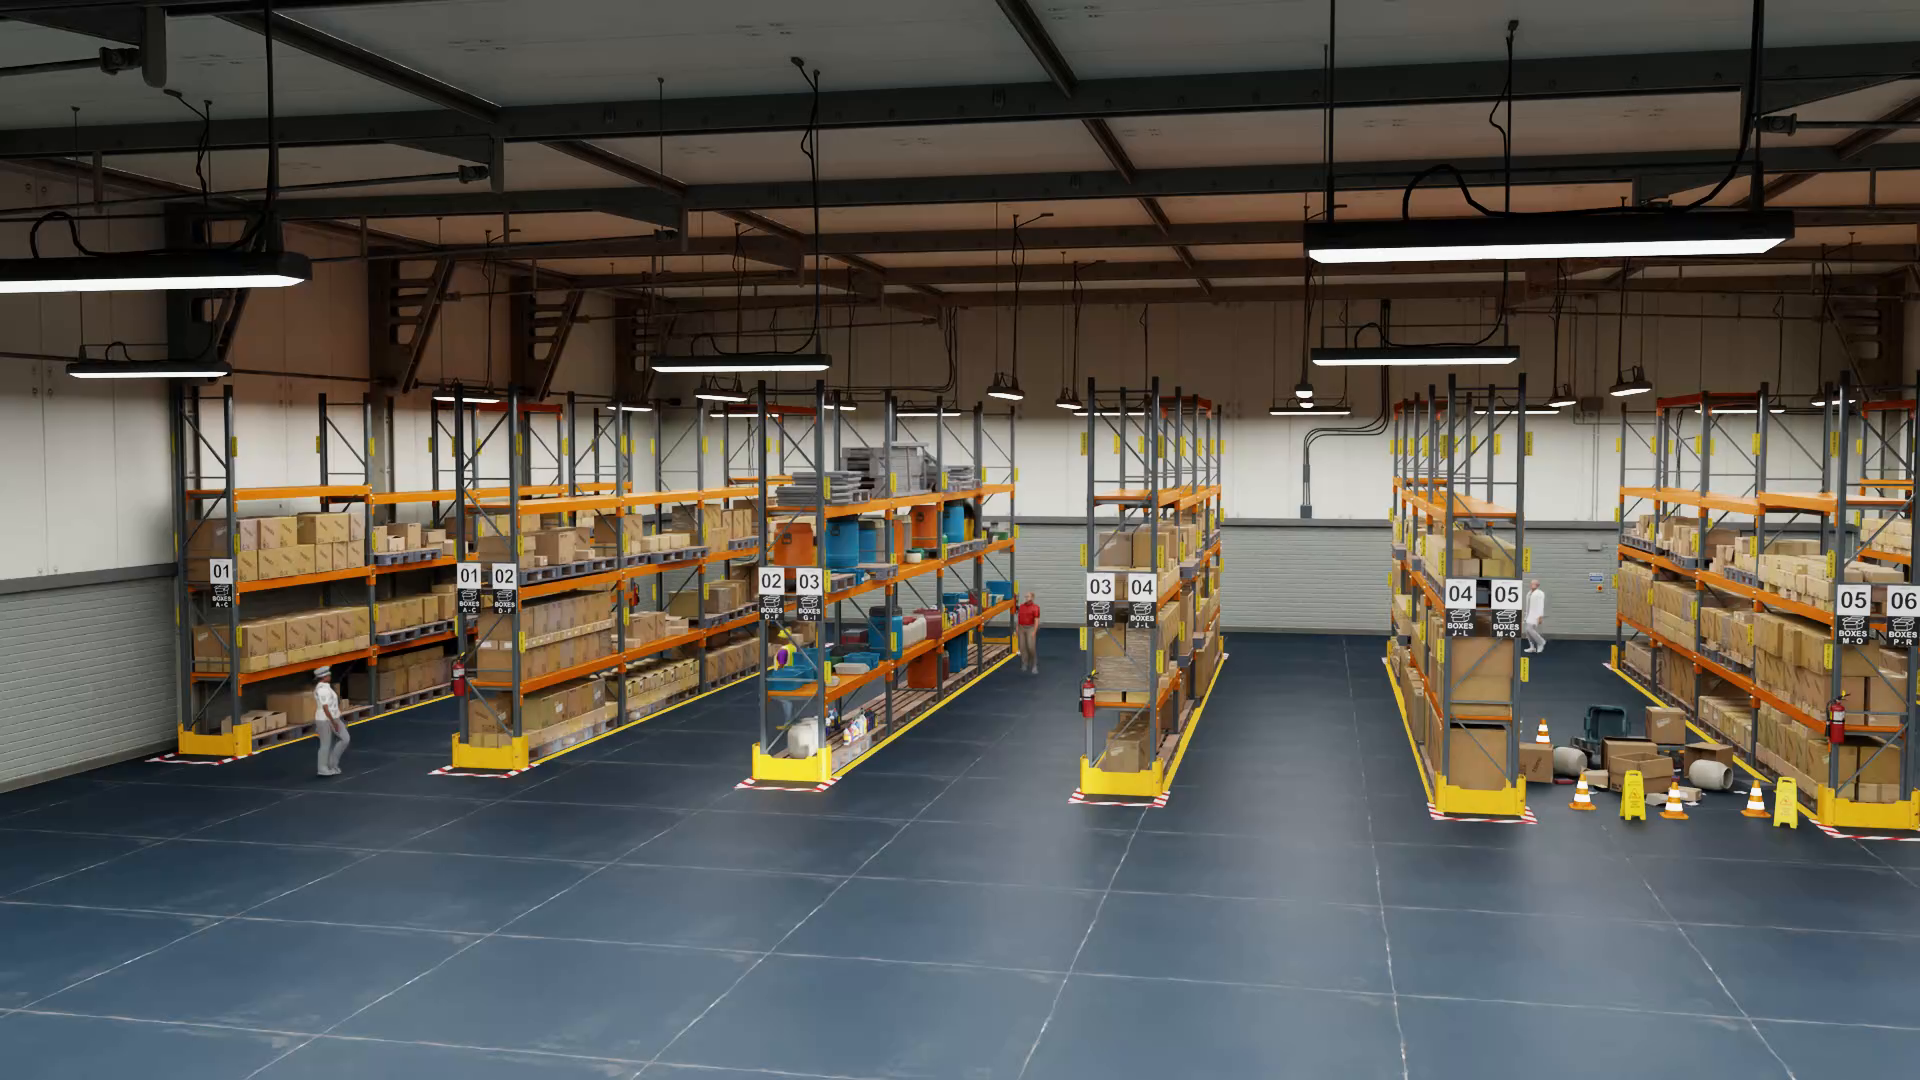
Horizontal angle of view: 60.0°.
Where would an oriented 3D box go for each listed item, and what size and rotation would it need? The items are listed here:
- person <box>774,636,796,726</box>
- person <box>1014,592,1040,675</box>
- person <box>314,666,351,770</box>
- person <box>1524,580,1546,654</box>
[{"bbox_3d":[-3.091,2.493,29.399,0.362,1.570,0.675,1,3,12],"label":"person"},{"bbox_3d":[1.436,2.015,36.078,0.601,1.774,0.428,2,4,26],"label":"person"},{"bbox_3d":[-9.559,2.699,25.188,0.477,1.600,0.465,1,3,15],"label":"person"},{"bbox_3d":[13.871,1.845,40.237,0.523,1.775,0.600,0,3,-8],"label":"person"}]
